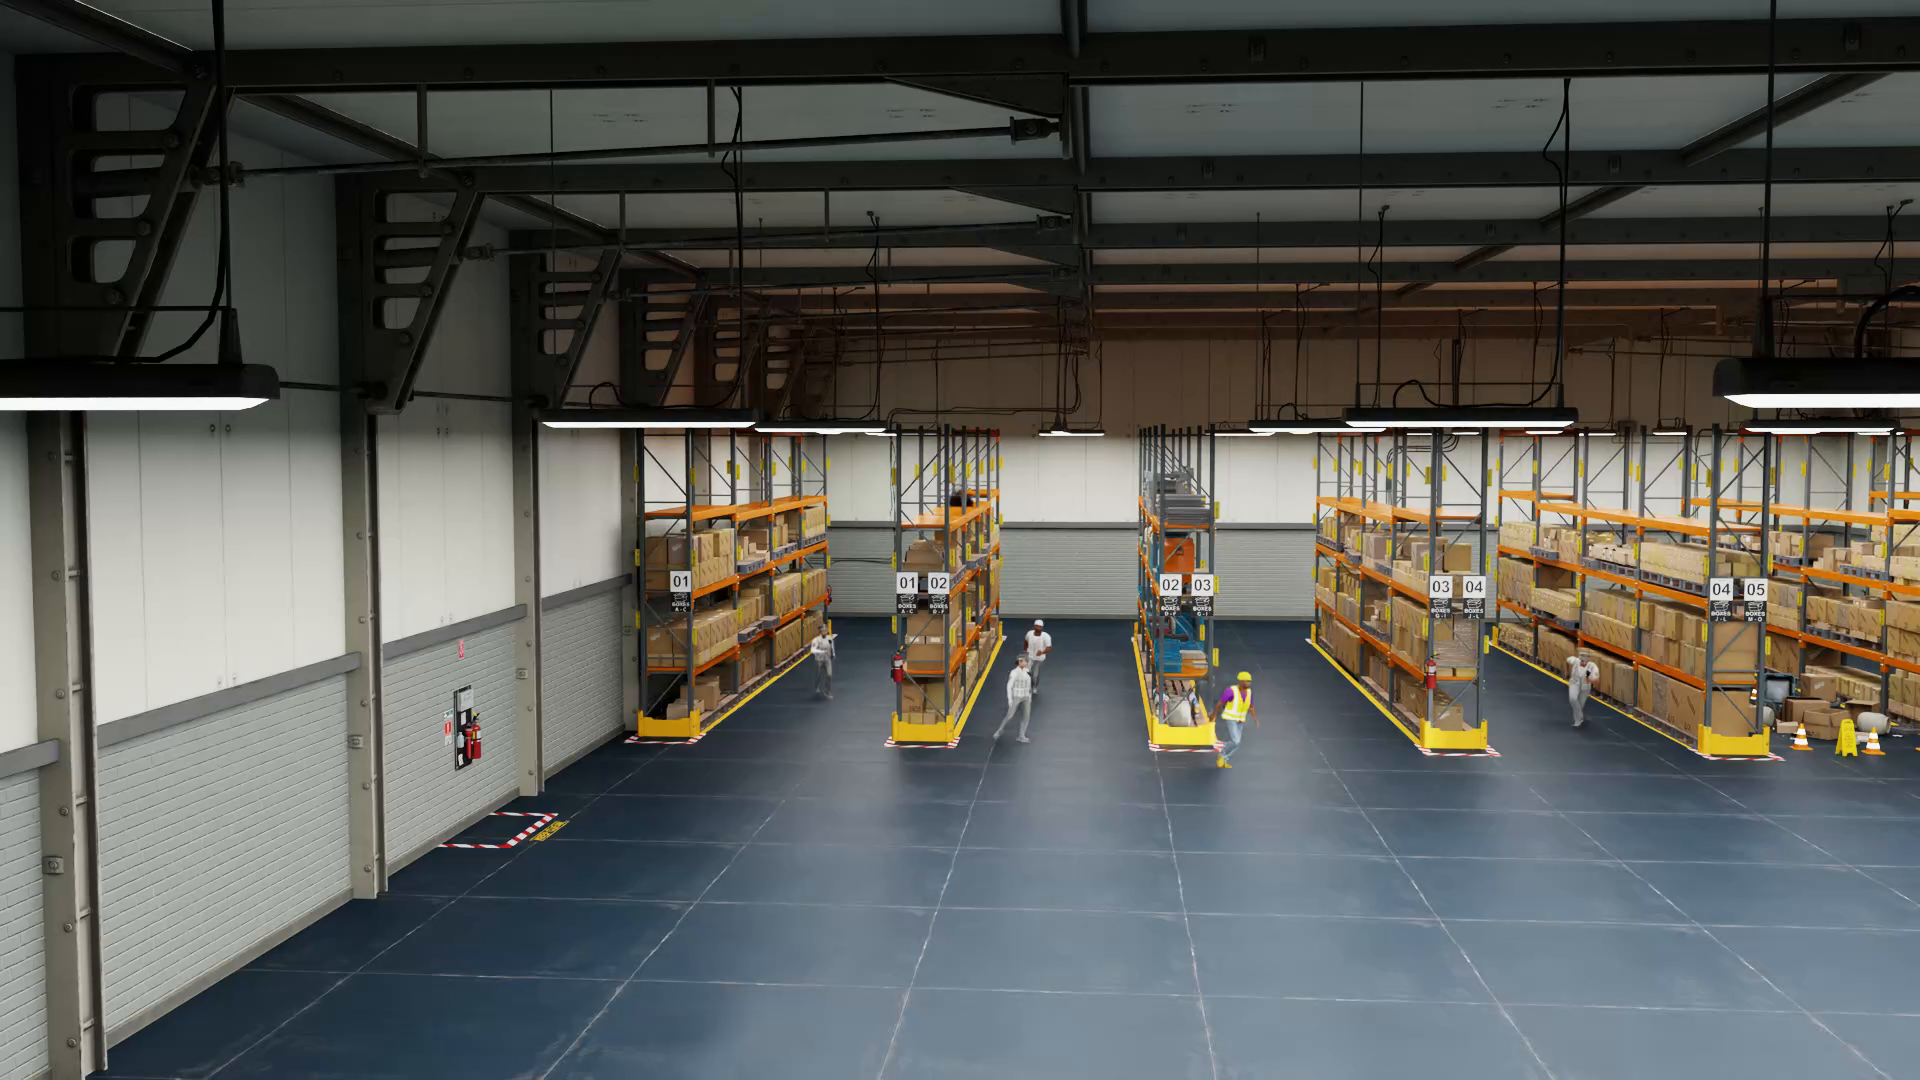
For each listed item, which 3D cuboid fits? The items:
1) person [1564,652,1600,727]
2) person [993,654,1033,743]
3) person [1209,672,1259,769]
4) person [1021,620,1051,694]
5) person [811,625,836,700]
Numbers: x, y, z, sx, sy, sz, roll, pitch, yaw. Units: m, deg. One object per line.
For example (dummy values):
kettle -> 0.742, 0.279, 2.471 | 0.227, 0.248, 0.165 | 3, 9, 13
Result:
person -> 12.427, 2.971, 33.256 | 0.652, 1.522, 1.168 | 1, 4, 18
person -> 1.021, 2.983, 31.435 | 0.695, 1.670, 0.583 | -2, 4, -35
person -> 4.763, 3.111, 28.741 | 0.675, 1.693, 0.685 | -3, 4, -36
person -> 1.653, 2.610, 36.622 | 0.734, 1.729, 0.833 | 1, 4, 13
person -> -3.025, 2.669, 36.706 | 0.599, 1.666, 0.941 | -1, 4, -17
